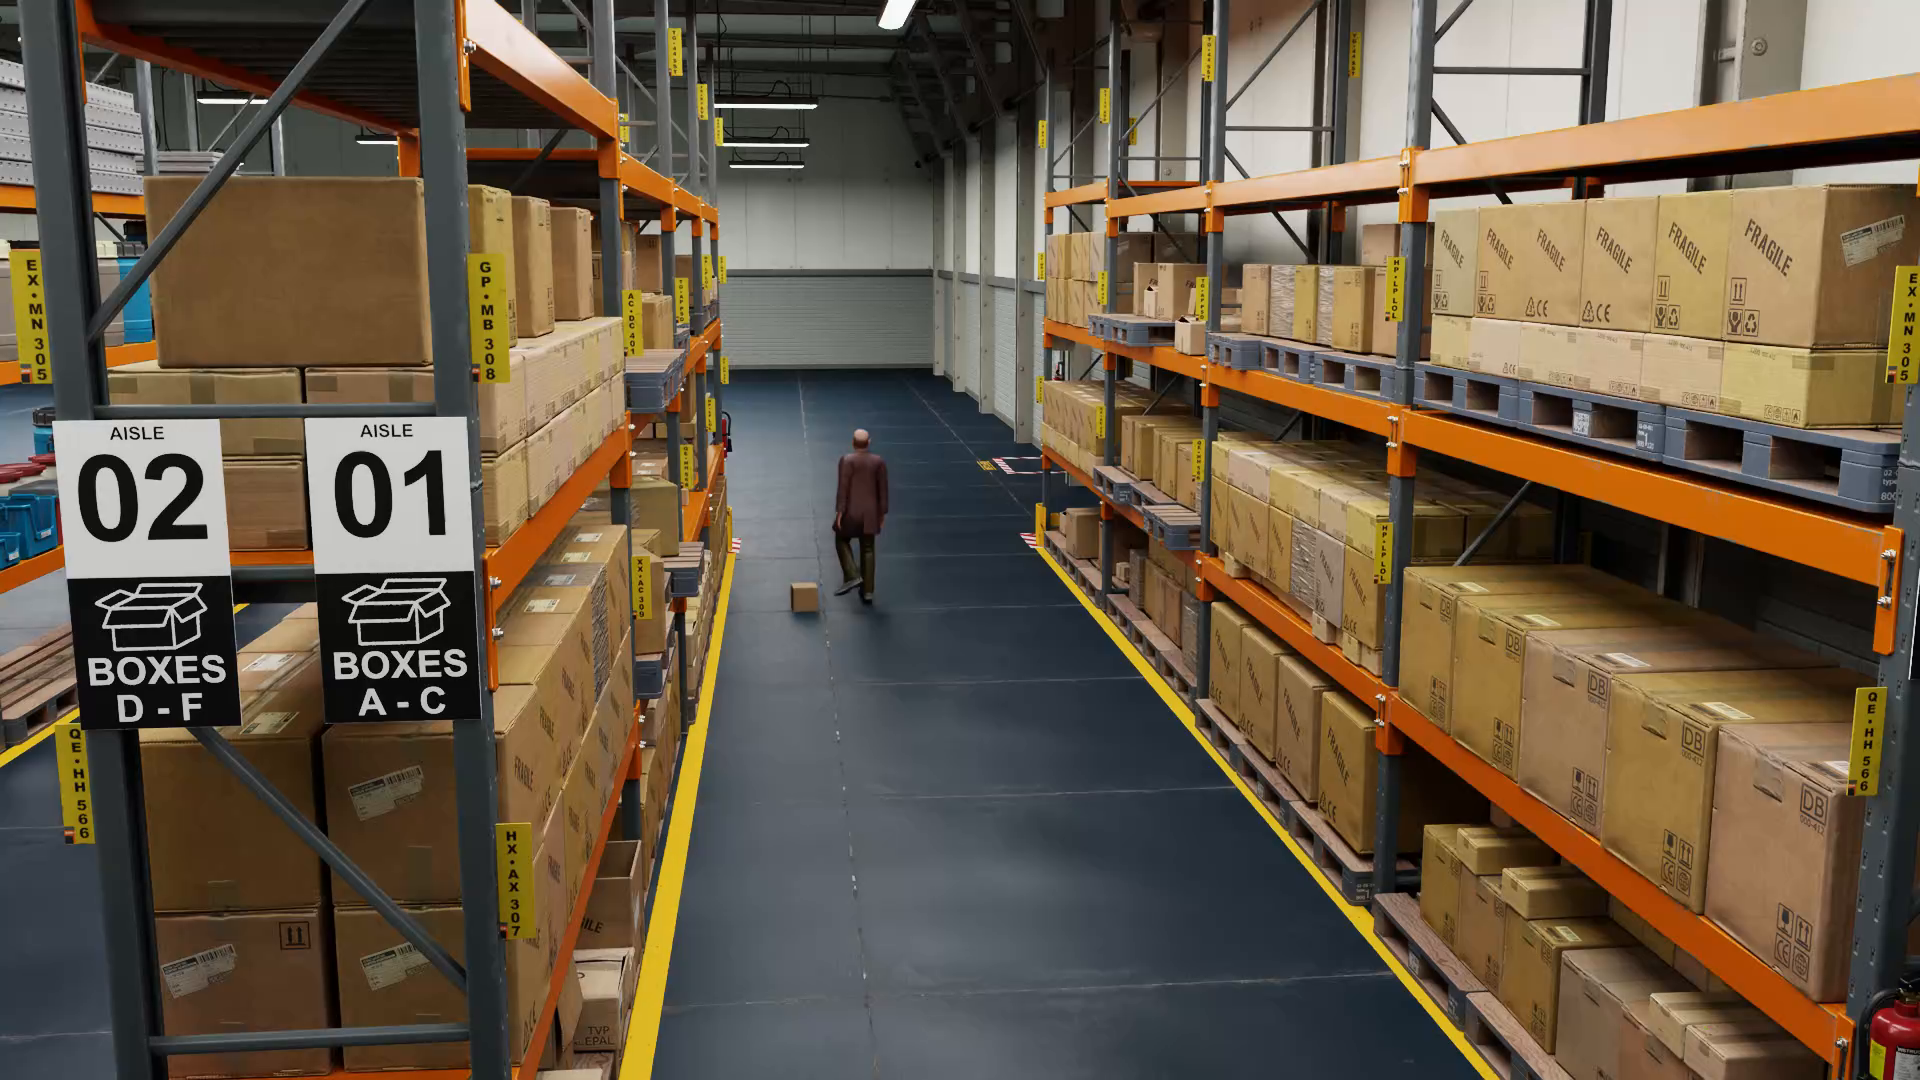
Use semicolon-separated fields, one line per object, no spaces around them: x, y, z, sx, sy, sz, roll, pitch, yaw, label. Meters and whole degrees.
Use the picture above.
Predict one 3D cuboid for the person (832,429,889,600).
-1.034;-0.276;17.411;0.618;1.763;0.556;-4;10;-20;person
